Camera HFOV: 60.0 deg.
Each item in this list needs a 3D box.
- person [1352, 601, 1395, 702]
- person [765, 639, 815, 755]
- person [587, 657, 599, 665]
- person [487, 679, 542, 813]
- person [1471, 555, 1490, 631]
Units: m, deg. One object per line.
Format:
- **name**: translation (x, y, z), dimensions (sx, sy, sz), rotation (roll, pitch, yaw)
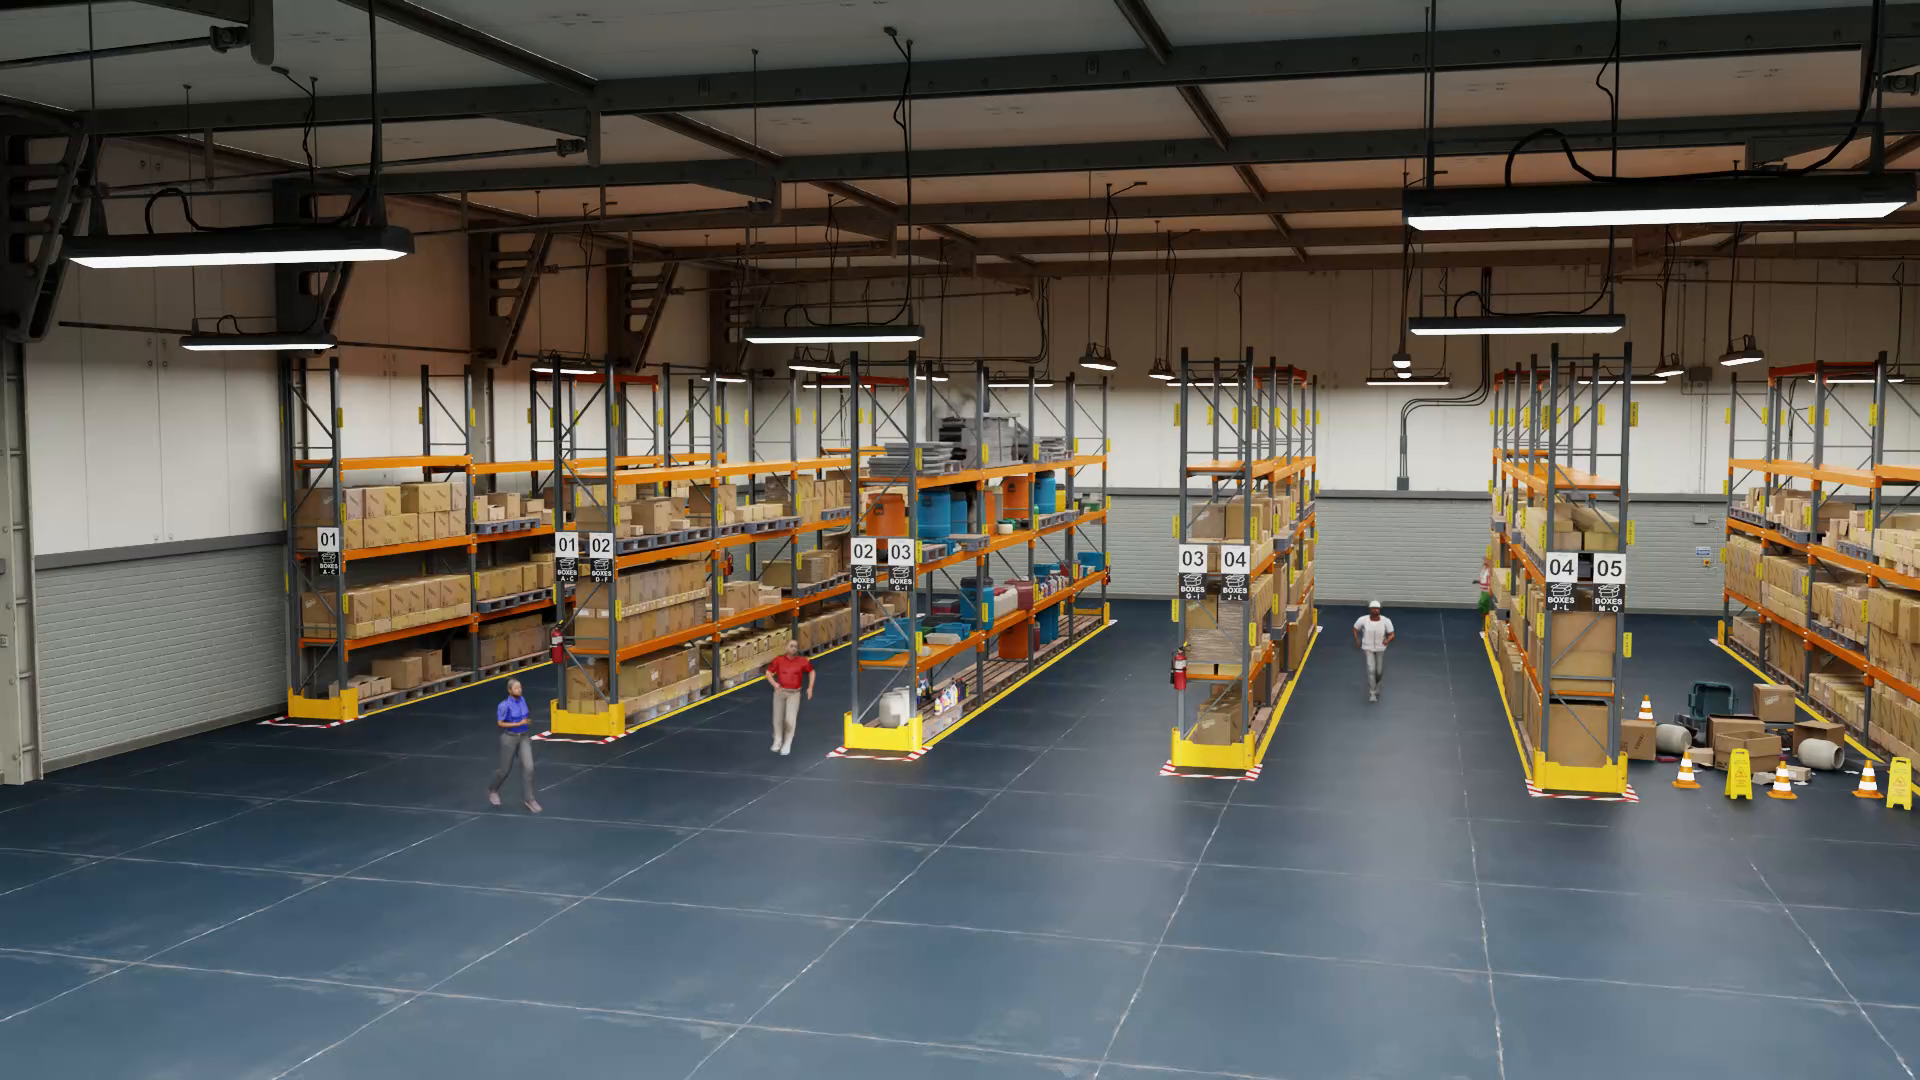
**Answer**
- **person**: translation (7.343, 1.947, 29.537), dimensions (0.710, 1.756, 0.861), rotation (0, 4, 7)
- **person**: translation (-2.540, 2.348, 24.810), dimensions (0.733, 1.731, 0.614), rotation (0, 4, -2)
- **person**: translation (-6.566, 1.977, 29.996), dimensions (0.611, 1.643, 0.531), rotation (1, 4, 9)
- **person**: translation (-5.704, 2.602, 21.207), dimensions (0.871, 1.685, 0.595), rotation (3, 5, 35)
- **person**: translation (12.404, 1.255, 39.114), dimensions (0.719, 1.838, 0.696), rotation (-1, 4, -13)
